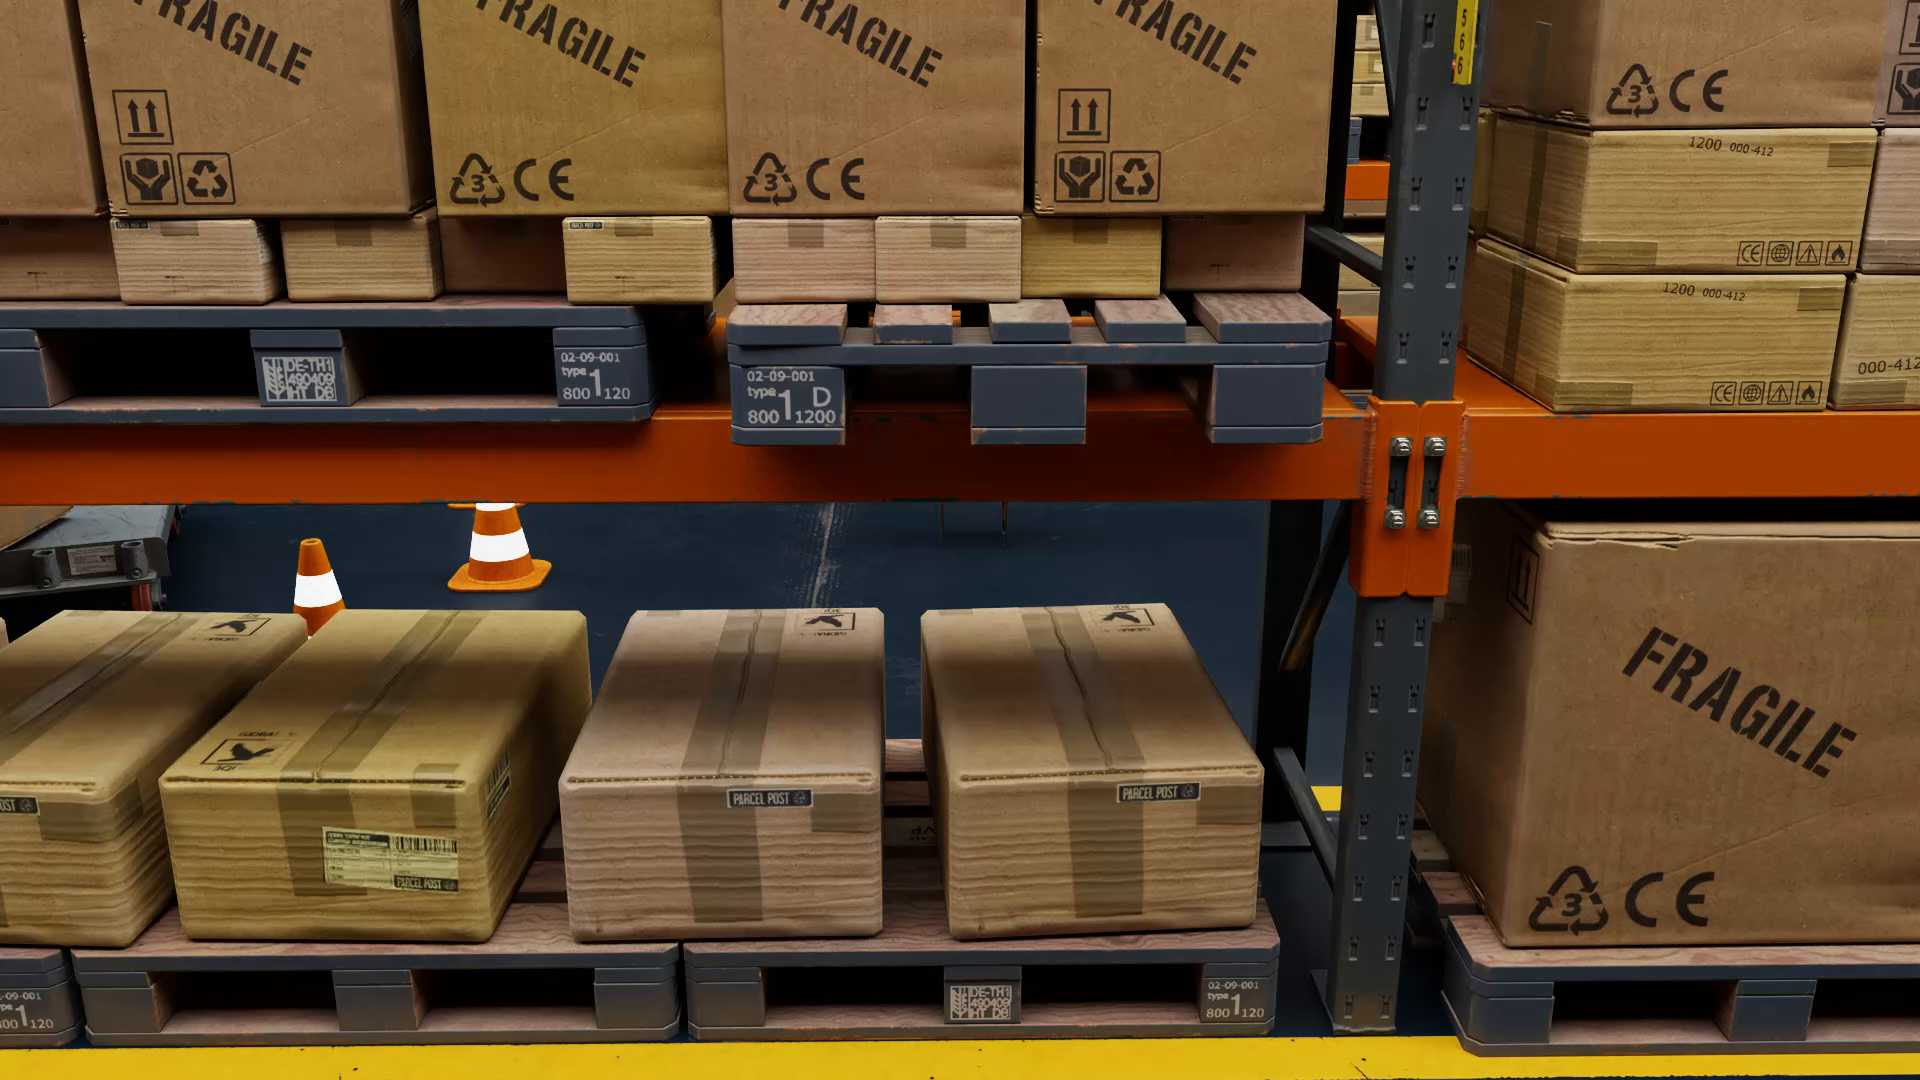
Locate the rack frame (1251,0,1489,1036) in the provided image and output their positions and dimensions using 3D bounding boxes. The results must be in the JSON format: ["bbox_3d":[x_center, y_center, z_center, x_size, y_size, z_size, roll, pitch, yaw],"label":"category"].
[{"bbox_3d":[0.818,-0.569,3.411,0.127,3.000,1.000,0,18,-1],"label":"rack frame"}]

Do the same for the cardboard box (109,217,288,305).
[{"bbox_3d":[-1.321,-0.534,3.026,0.250,0.149,0.380,0,18,1],"label":"cardboard box"}]

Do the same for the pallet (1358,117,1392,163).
[{"bbox_3d":[2.617,-2.011,8.220,1.213,0.211,1.003,0,18,-1],"label":"pallet"}]

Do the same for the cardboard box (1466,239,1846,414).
[{"bbox_3d":[1.311,-0.423,3.202,0.500,0.250,0.500,-1,18,-2],"label":"cardboard box"}]

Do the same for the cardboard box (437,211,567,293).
[{"bbox_3d":[-0.804,-0.571,3.140,0.250,0.149,0.380,0,18,0],"label":"cardboard box"}]

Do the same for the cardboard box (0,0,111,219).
[{"bbox_3d":[-1.713,-0.855,2.963,0.500,0.500,0.500,0,18,-1],"label":"cardboard box"}]

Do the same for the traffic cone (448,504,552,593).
[{"bbox_3d":[-1.690,-0.082,6.046,0.334,0.463,0.336,0,18,-1],"label":"traffic cone"}]

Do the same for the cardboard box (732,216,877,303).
[{"bbox_3d":[-0.276,-0.539,3.041,0.250,0.149,0.380,-1,18,-3],"label":"cardboard box"}]

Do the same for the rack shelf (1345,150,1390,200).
[{"bbox_3d":[2.638,-1.748,8.262,4.000,0.370,1.077,0,18,-1],"label":"rack shelf"}]

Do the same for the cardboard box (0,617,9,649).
[{"bbox_3d":[-2.657,0.498,3.698,0.625,0.372,0.950,0,18,0],"label":"cardboard box"}]

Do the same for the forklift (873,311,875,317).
[{"bbox_3d":[-1.494,-2.824,10.554,3.031,2.935,1.130,0,18,0],"label":"forklift"}]

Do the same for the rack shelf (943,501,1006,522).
[{"bbox_3d":[0.053,-0.225,6.476,0.240,0.259,0.215,0,18,-1],"label":"rack shelf"}]

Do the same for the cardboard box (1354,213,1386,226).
[{"bbox_3d":[2.331,-1.534,8.596,0.500,0.250,0.500,0,18,0],"label":"cardboard box"}]

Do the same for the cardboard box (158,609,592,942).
[{"bbox_3d":[-1.243,0.490,3.725,0.625,0.372,0.950,0,18,1],"label":"cardboard box"}]

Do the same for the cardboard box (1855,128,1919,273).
[{"bbox_3d":[1.845,-0.665,3.137,0.500,0.250,0.500,0,18,0],"label":"cardboard box"}]

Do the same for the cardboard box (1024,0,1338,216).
[{"bbox_3d":[0.368,-0.871,3.015,0.500,0.500,0.500,-1,18,-2],"label":"cardboard box"}]

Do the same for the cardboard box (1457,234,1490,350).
[{"bbox_3d":[1.319,-0.579,3.689,0.500,0.250,0.500,-1,18,-3],"label":"cardboard box"}]

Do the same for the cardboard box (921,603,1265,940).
[{"bbox_3d":[0.253,0.482,3.749,0.625,0.372,0.950,-1,18,-5],"label":"cardboard box"}]

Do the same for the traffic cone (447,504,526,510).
[{"bbox_3d":[-1.996,-0.399,7.032,0.334,0.463,0.336,0,18,-1],"label":"traffic cone"}]

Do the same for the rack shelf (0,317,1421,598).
[{"bbox_3d":[-1.182,-0.217,3.491,4.000,0.370,1.077,0,18,-1],"label":"rack shelf"}]

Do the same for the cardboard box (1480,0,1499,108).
[{"bbox_3d":[1.331,-1.175,3.500,0.500,0.500,0.500,-1,18,-2],"label":"cardboard box"}]

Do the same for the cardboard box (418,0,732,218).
[{"bbox_3d":[-0.654,-0.863,2.988,0.500,0.500,0.500,-1,18,-5],"label":"cardboard box"}]

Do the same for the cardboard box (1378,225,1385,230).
[{"bbox_3d":[2.334,-1.378,8.108,0.500,0.250,0.500,0,18,0],"label":"cardboard box"}]

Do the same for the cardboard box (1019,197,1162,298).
[{"bbox_3d":[0.227,-0.553,3.083,0.250,0.149,0.380,0,18,0],"label":"cardboard box"}]

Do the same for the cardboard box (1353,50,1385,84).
[{"bbox_3d":[1.915,-2.249,7.885,0.250,0.149,0.380,0,18,-1],"label":"cardboard box"}]

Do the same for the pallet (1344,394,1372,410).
[{"bbox_3d":[1.420,-0.756,8.559,1.213,0.211,1.003,0,18,-1],"label":"pallet"}]

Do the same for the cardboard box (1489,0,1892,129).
[{"bbox_3d":[1.315,-1.021,3.018,0.500,0.500,0.500,-1,18,-3],"label":"cardboard box"}]

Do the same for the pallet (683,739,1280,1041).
[{"bbox_3d":[0.036,0.762,3.827,1.213,0.211,1.003,0,18,-1],"label":"pallet"}]

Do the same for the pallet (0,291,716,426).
[{"bbox_3d":[-1.161,-0.456,3.372,1.213,0.211,1.003,0,18,-1],"label":"pallet"}]

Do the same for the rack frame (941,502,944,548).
[{"bbox_3d":[-0.068,-0.500,6.386,0.008,1.050,0.200,0,18,-1],"label":"rack frame"}]

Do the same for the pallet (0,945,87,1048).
[{"bbox_3d":[-2.403,0.774,3.790,1.213,0.211,1.003,0,18,-1],"label":"pallet"}]

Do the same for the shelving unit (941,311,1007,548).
[{"bbox_3d":[0.053,-0.500,6.388,0.252,1.050,0.215,0,18,-1],"label":"shelving unit"}]

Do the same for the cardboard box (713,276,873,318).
[{"bbox_3d":[-0.846,-1.229,8.462,0.750,0.750,1.050,0,18,0],"label":"cardboard box"}]

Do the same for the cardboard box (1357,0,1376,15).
[{"bbox_3d":[3.336,-4.135,12.721,0.637,0.503,0.797,0,18,0],"label":"cardboard box"}]

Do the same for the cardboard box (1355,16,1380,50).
[{"bbox_3d":[1.882,-2.390,7.838,0.250,0.149,0.380,-1,18,-3],"label":"cardboard box"}]
